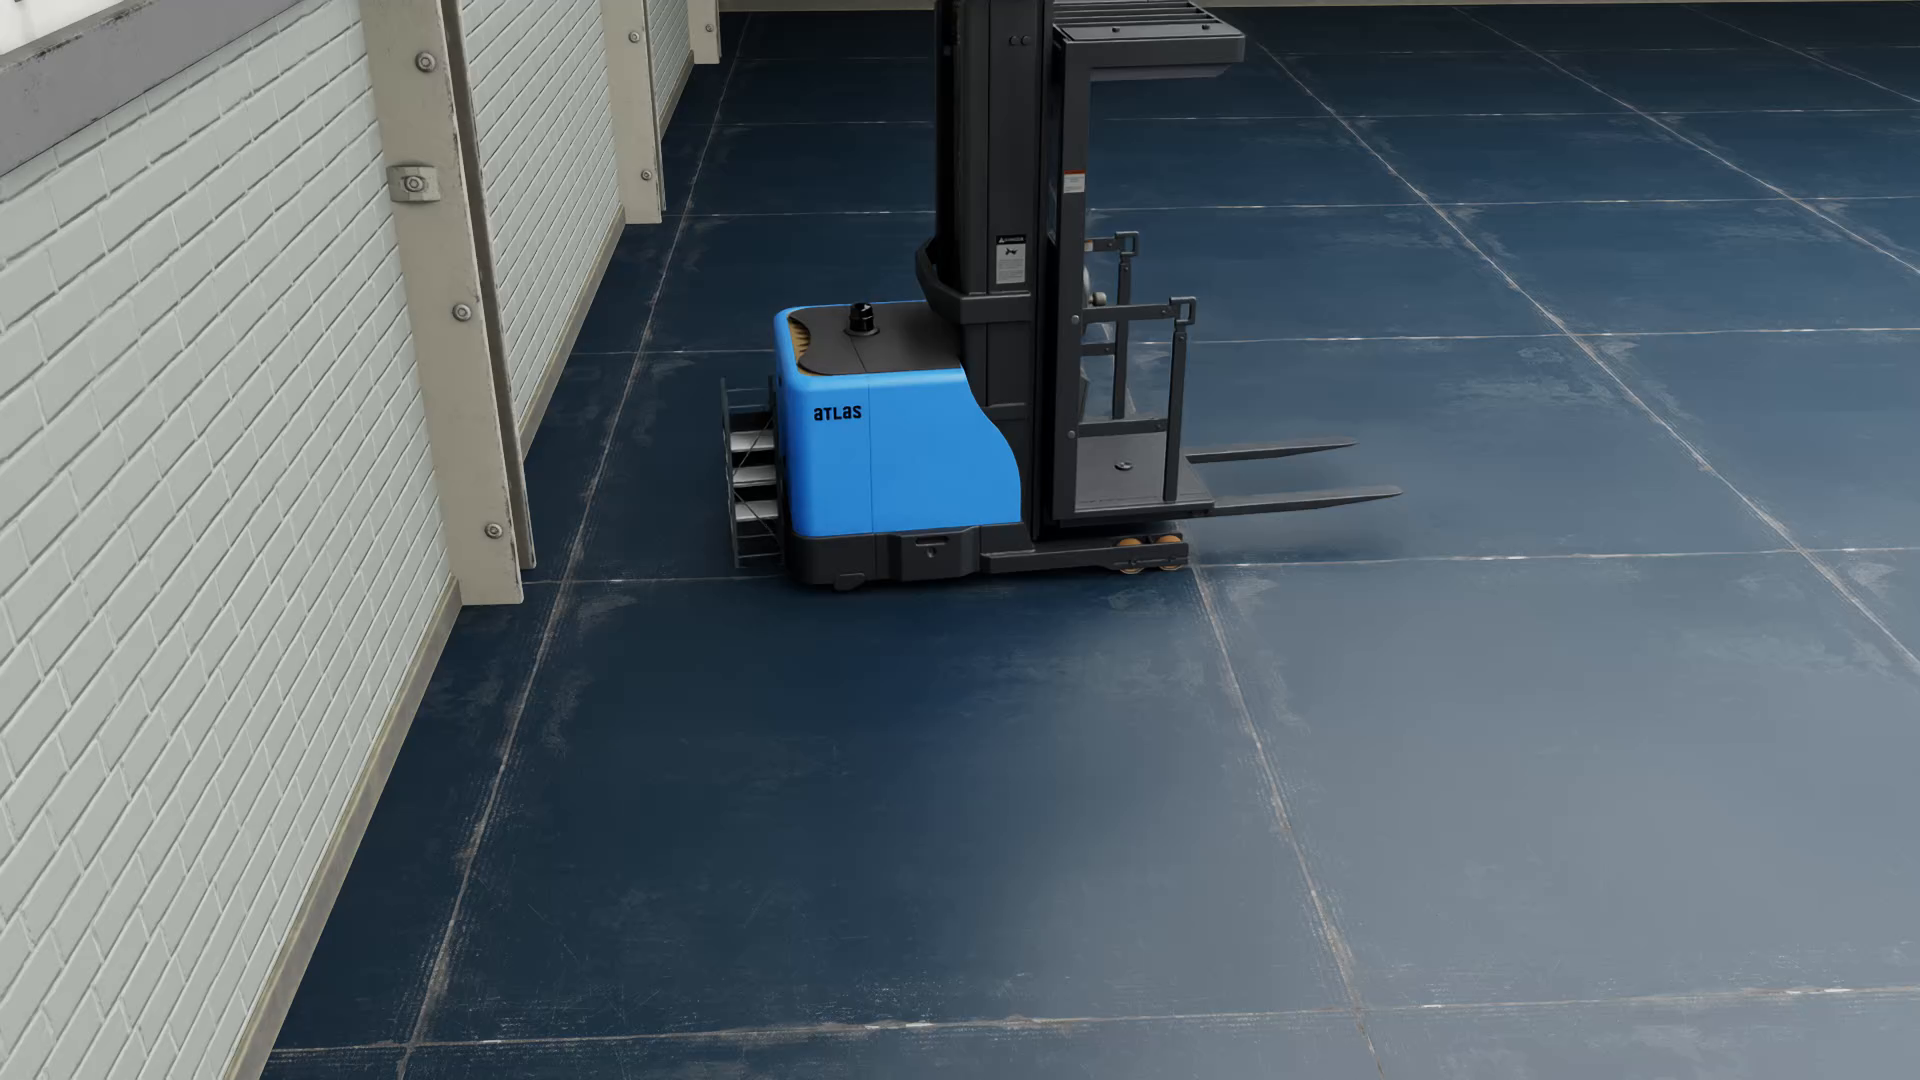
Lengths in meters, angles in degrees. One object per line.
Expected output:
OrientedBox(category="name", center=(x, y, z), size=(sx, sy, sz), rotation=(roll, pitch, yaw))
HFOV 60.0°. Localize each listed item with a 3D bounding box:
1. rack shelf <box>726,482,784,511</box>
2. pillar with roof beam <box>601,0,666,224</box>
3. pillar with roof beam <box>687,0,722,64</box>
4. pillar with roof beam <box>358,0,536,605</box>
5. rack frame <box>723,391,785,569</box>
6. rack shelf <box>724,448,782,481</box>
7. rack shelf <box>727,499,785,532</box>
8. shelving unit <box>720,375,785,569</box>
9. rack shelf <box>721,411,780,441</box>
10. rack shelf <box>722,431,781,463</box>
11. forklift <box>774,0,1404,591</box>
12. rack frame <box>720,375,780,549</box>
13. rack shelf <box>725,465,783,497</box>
OrientedBox(category="rack shelf", center=(-0.980, -0.208, 7.943), size=(0.258, 0.077, 0.200), rotation=(-5, 28, -9))
OrientedBox(category="pillar with roof beam", center=(1.795, -6.659, 11.287), size=(9.100, 9.000, 0.400), rotation=(-1, 28, -3))
OrientedBox(category="pillar with roof beam", center=(1.482, -9.430, 16.599), size=(9.100, 9.000, 0.400), rotation=(-1, 28, -3))
OrientedBox(category="pillar with roof beam", center=(2.108, -3.888, 5.974), size=(9.100, 9.000, 0.400), rotation=(-1, 28, -3))
OrientedBox(category="rack frame", center=(-0.961, -0.271, 7.797), size=(0.240, 0.900, 0.006), rotation=(-5, 28, -9))
OrientedBox(category="rack shelf", center=(-0.980, -0.368, 7.860), size=(0.258, 0.077, 0.200), rotation=(-5, 28, -9))
OrientedBox(category="rack shelf", center=(-0.980, -0.128, 7.984), size=(0.258, 0.077, 0.200), rotation=(-5, 28, -9))
OrientedBox(category="shelving unit", center=(-0.980, -0.318, 7.886), size=(0.258, 0.900, 0.210), rotation=(-5, 28, -9))
OrientedBox(category="rack shelf", center=(-0.980, -0.527, 7.776), size=(0.258, 0.077, 0.200), rotation=(-5, 28, -9))
OrientedBox(category="rack shelf", center=(-0.980, -0.448, 7.818), size=(0.258, 0.077, 0.200), rotation=(-5, 28, -9))
OrientedBox(category="forklift", center=(0.646, -1.374, 7.714), size=(3.031, 2.935, 1.130), rotation=(-4, 28, -8))
OrientedBox(category="rack frame", center=(-0.999, -0.364, 7.974), size=(0.240, 0.900, 0.006), rotation=(-5, 28, -9))
OrientedBox(category="rack shelf", center=(-0.980, -0.288, 7.901), size=(0.258, 0.077, 0.200), rotation=(-5, 28, -9))
